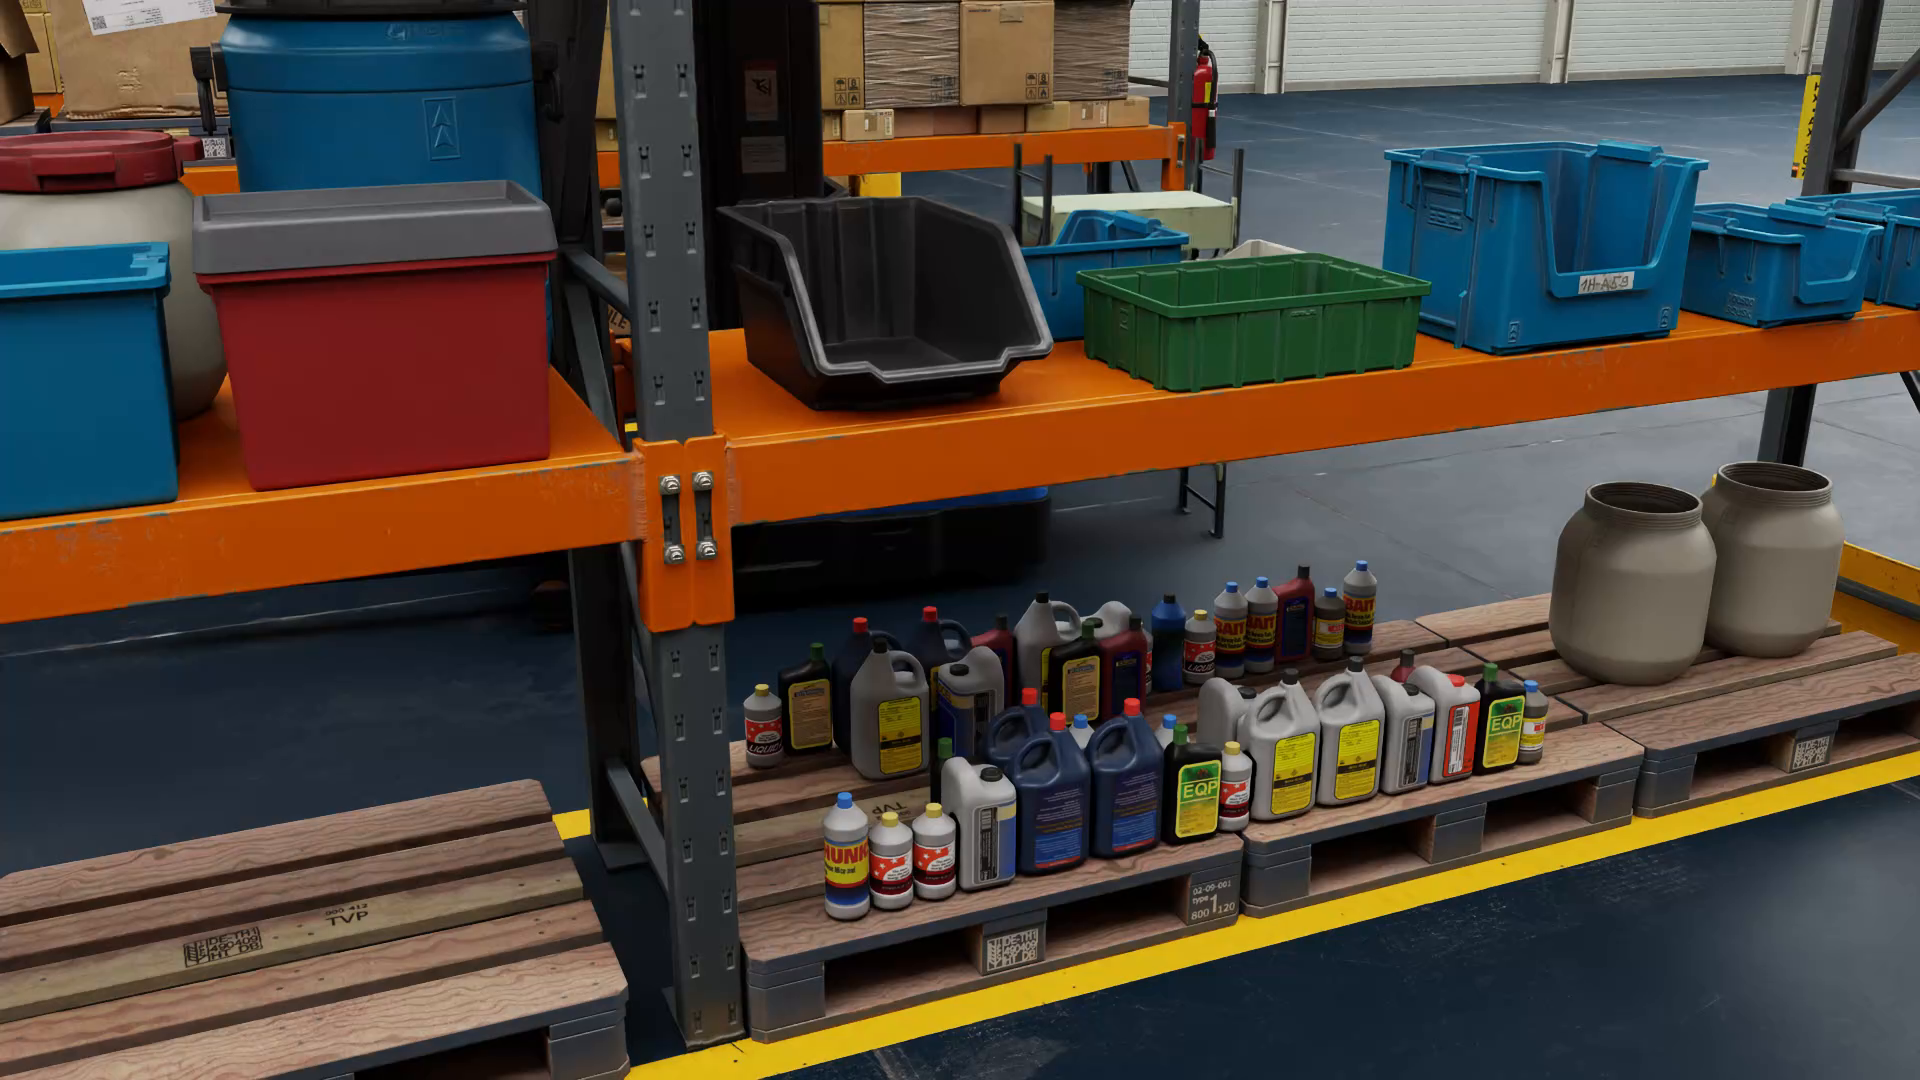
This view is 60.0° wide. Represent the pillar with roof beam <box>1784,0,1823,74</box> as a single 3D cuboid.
[{"bbox_3d":[17.852,-11.933,26.863,0.400,9.000,9.100,-8,21,-22],"label":"pillar with roof beam"}]

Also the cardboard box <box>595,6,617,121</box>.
[{"bbox_3d":[-1.761,-2.297,7.931,0.500,0.500,0.875,-8,21,-22],"label":"cardboard box"}]

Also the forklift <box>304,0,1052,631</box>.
[{"bbox_3d":[-1.241,-1.269,5.714,3.031,2.935,1.130,-5,20,-14],"label":"forklift"}]

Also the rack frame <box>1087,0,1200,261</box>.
[{"bbox_3d":[1.001,-2.540,9.220,0.127,3.000,1.000,-8,21,-22],"label":"rack frame"}]

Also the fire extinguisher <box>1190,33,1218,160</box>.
[{"bbox_3d":[1.289,-2.378,8.877,0.183,0.674,0.296,-8,21,-22],"label":"fire extinguisher"}]

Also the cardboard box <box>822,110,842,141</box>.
[{"bbox_3d":[-0.772,-2.080,8.292,0.250,0.149,0.380,-8,21,-22],"label":"cardboard box"}]

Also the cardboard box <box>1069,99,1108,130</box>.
[{"bbox_3d":[0.591,-2.289,8.884,0.250,0.149,0.380,-8,21,-22],"label":"cardboard box"}]

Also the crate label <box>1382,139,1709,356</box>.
[{"bbox_3d":[1.380,-0.722,4.003,0.616,0.435,0.502,-8,21,-22],"label":"crate label"}]

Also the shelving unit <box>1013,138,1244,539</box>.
[{"bbox_3d":[0.617,-0.746,6.381,0.755,1.500,0.431,-5,20,-14],"label":"shelving unit"}]

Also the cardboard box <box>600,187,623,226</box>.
[{"bbox_3d":[-3.112,-2.917,12.857,0.875,0.875,0.875,-8,21,-22],"label":"cardboard box"}]

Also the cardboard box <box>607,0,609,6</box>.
[{"bbox_3d":[-1.699,-2.721,7.630,0.500,0.500,0.500,-8,21,-22],"label":"cardboard box"}]

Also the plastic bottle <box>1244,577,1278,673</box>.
[{"bbox_3d":[0.860,0.238,4.775,0.097,0.271,0.097,0,19,0],"label":"plastic bottle"}]

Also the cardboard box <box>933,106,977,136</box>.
[{"bbox_3d":[-0.099,-2.192,8.608,0.250,0.149,0.380,-8,21,-22],"label":"cardboard box"}]

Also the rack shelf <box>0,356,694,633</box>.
[{"bbox_3d":[-2.546,0.099,2.808,4.000,0.370,1.077,-8,21,-22],"label":"rack shelf"}]

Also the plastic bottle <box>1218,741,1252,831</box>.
[{"bbox_3d":[0.638,0.574,3.926,0.097,0.201,0.097,0,19,0],"label":"plastic bottle"}]

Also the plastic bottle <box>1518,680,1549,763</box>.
[{"bbox_3d":[1.450,0.458,4.256,0.097,0.201,0.097,0,19,0],"label":"plastic bottle"}]

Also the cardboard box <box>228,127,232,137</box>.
[{"bbox_3d":[-5.078,-2.568,12.053,0.750,0.750,1.050,-8,21,-22],"label":"cardboard box"}]

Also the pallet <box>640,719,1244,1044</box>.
[{"bbox_3d":[-0.077,0.736,4.114,1.213,0.211,1.003,-8,21,-22],"label":"pallet"}]

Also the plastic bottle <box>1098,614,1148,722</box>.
[{"bbox_3d":[0.434,0.342,4.462,0.133,0.283,0.061,-8,21,-22],"label":"plastic bottle"}]

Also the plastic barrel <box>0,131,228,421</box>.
[{"bbox_3d":[-1.675,-0.509,3.246,0.433,0.535,0.433,0,19,0],"label":"plastic barrel"}]

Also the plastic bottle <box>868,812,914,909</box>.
[{"bbox_3d":[-0.150,0.687,3.605,0.097,0.201,0.097,0,19,0],"label":"plastic bottle"}]

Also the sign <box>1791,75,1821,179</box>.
[{"bbox_3d":[2.749,-1.329,5.363,0.005,0.325,0.100,-8,21,-22],"label":"sign"}]

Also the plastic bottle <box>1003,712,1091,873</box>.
[{"bbox_3d":[0.196,0.559,3.745,0.185,0.351,0.144,-8,21,-20],"label":"plastic bottle"}]

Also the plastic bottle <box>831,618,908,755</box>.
[{"bbox_3d":[-0.233,0.366,4.293,0.185,0.351,0.144,-9,21,-23],"label":"plastic bottle"}]

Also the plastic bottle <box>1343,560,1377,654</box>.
[{"bbox_3d":[1.175,0.193,4.903,0.097,0.271,0.097,0,19,0],"label":"plastic bottle"}]

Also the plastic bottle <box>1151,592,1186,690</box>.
[{"bbox_3d":[0.582,0.278,4.662,0.097,0.271,0.097,0,19,0],"label":"plastic bottle"}]

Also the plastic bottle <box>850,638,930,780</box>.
[{"bbox_3d":[-0.176,0.410,4.168,0.185,0.351,0.144,-8,21,-22],"label":"plastic bottle"}]

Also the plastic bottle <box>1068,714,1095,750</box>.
[{"bbox_3d":[0.281,0.540,3.917,0.097,0.271,0.097,0,19,0],"label":"plastic bottle"}]

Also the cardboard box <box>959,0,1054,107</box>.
[{"bbox_3d":[0.074,-2.561,8.682,0.500,0.500,0.875,-8,21,-22],"label":"cardboard box"}]

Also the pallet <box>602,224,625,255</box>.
[{"bbox_3d":[-2.692,-2.463,13.198,1.213,0.211,1.003,-8,21,-22],"label":"pallet"}]

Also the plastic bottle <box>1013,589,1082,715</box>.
[{"bbox_3d":[0.240,0.298,4.486,0.185,0.351,0.144,-8,21,-22],"label":"plastic bottle"}]

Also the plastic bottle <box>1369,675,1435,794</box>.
[{"bbox_3d":[1.081,0.466,4.122,0.135,0.276,0.152,-9,21,-23],"label":"plastic bottle"}]

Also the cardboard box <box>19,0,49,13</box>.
[{"bbox_3d":[-6.397,-3.791,11.116,0.500,0.500,0.700,-8,21,-22],"label":"cardboard box"}]

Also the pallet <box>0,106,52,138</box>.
[{"bbox_3d":[-4.543,-1.670,7.038,1.213,0.211,1.003,-8,21,-22],"label":"pallet"}]

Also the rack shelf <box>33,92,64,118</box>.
[{"bbox_3d":[-6.380,-2.938,11.432,4.000,0.370,1.077,-8,21,-22],"label":"rack shelf"}]

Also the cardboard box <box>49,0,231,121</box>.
[{"bbox_3d":[-3.457,-2.433,7.381,1.000,1.000,1.000,-8,21,-22],"label":"cardboard box"}]

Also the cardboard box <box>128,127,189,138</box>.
[{"bbox_3d":[-7.736,-3.829,16.206,0.625,0.372,0.950,-7,21,-19],"label":"cardboard box"}]

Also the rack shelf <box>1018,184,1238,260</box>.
[{"bbox_3d":[0.617,-1.114,6.252,0.720,0.370,0.431,-5,20,-14],"label":"rack shelf"}]

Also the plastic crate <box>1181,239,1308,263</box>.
[{"bbox_3d":[0.681,-0.670,4.306,0.437,0.136,0.530,-8,21,-22],"label":"plastic crate"}]

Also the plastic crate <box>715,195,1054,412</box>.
[{"bbox_3d":[-0.179,-0.505,3.532,0.504,0.338,0.767,-8,21,-22],"label":"plastic crate"}]
